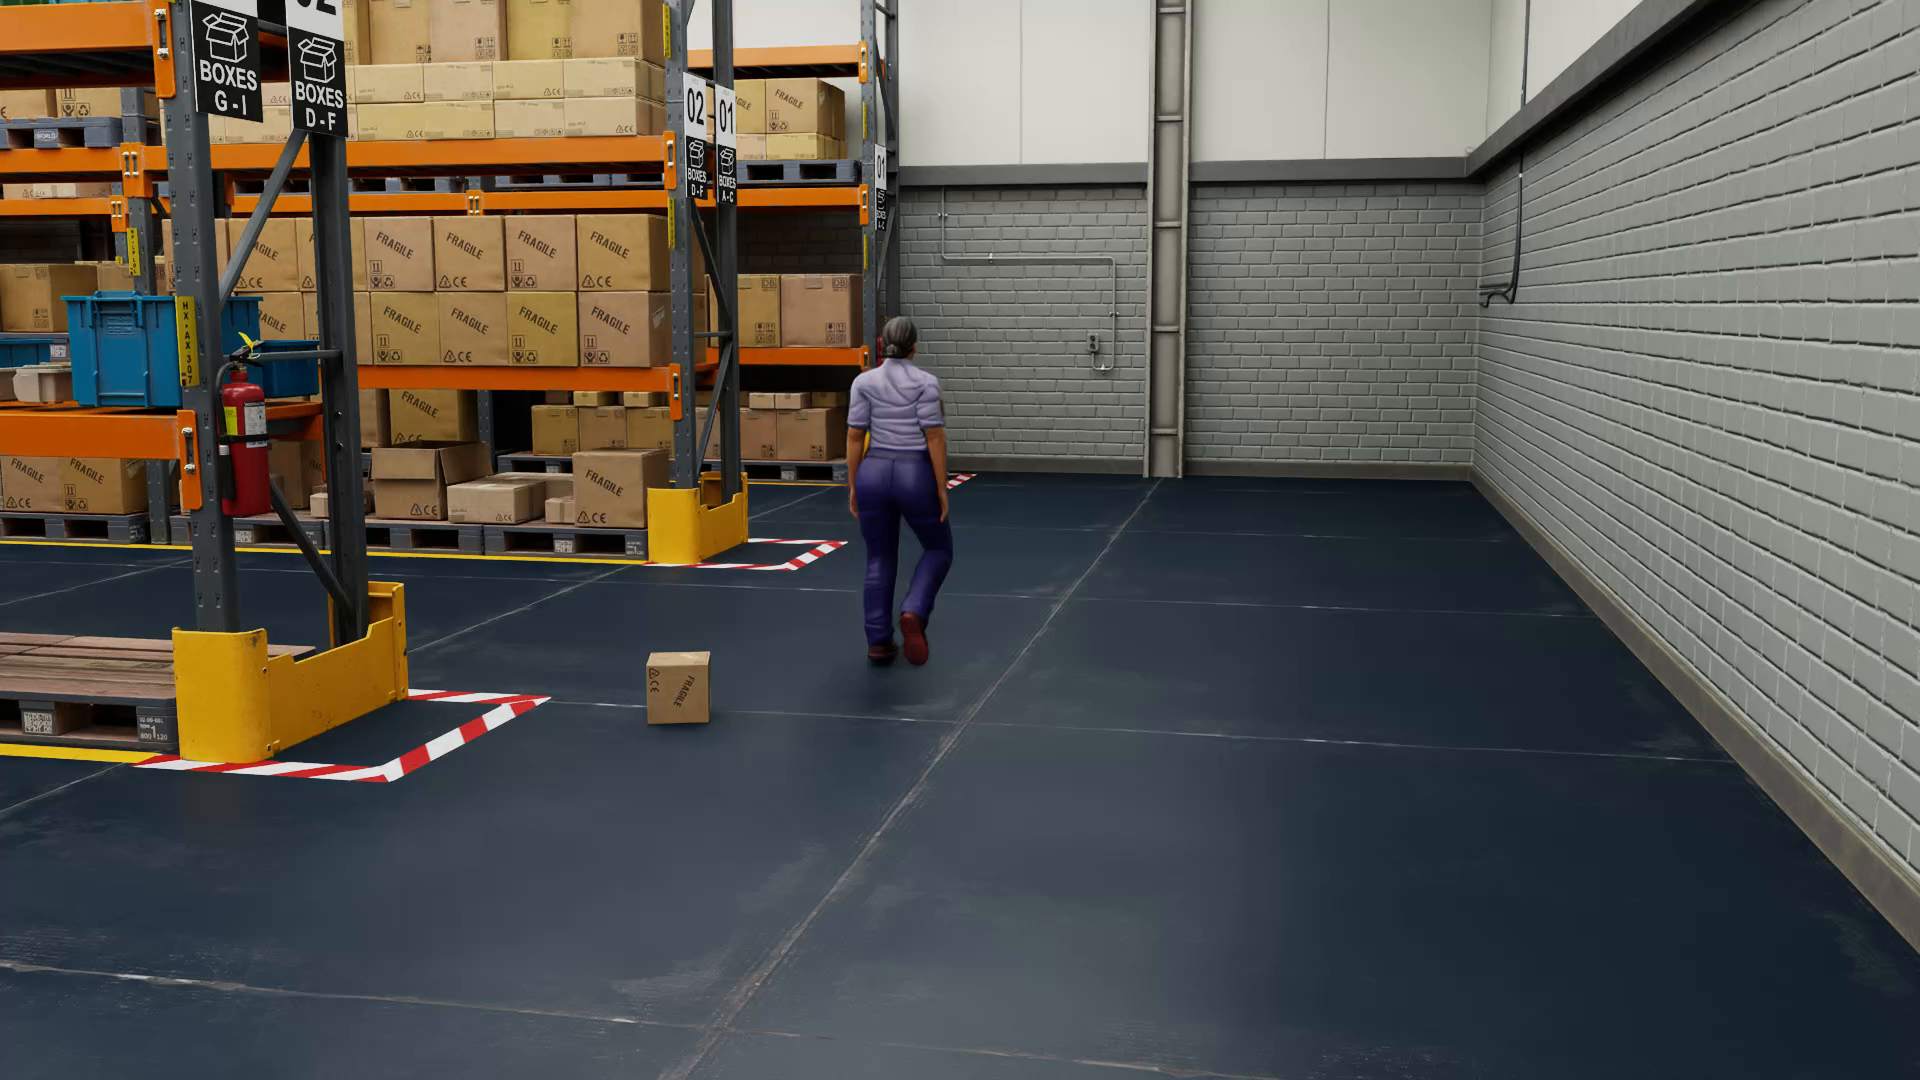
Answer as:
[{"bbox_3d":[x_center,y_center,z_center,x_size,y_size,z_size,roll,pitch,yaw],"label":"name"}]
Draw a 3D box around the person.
[{"bbox_3d":[-0.287,-0.234,7.949,0.506,1.659,0.449,2,8,12],"label":"person"}]
